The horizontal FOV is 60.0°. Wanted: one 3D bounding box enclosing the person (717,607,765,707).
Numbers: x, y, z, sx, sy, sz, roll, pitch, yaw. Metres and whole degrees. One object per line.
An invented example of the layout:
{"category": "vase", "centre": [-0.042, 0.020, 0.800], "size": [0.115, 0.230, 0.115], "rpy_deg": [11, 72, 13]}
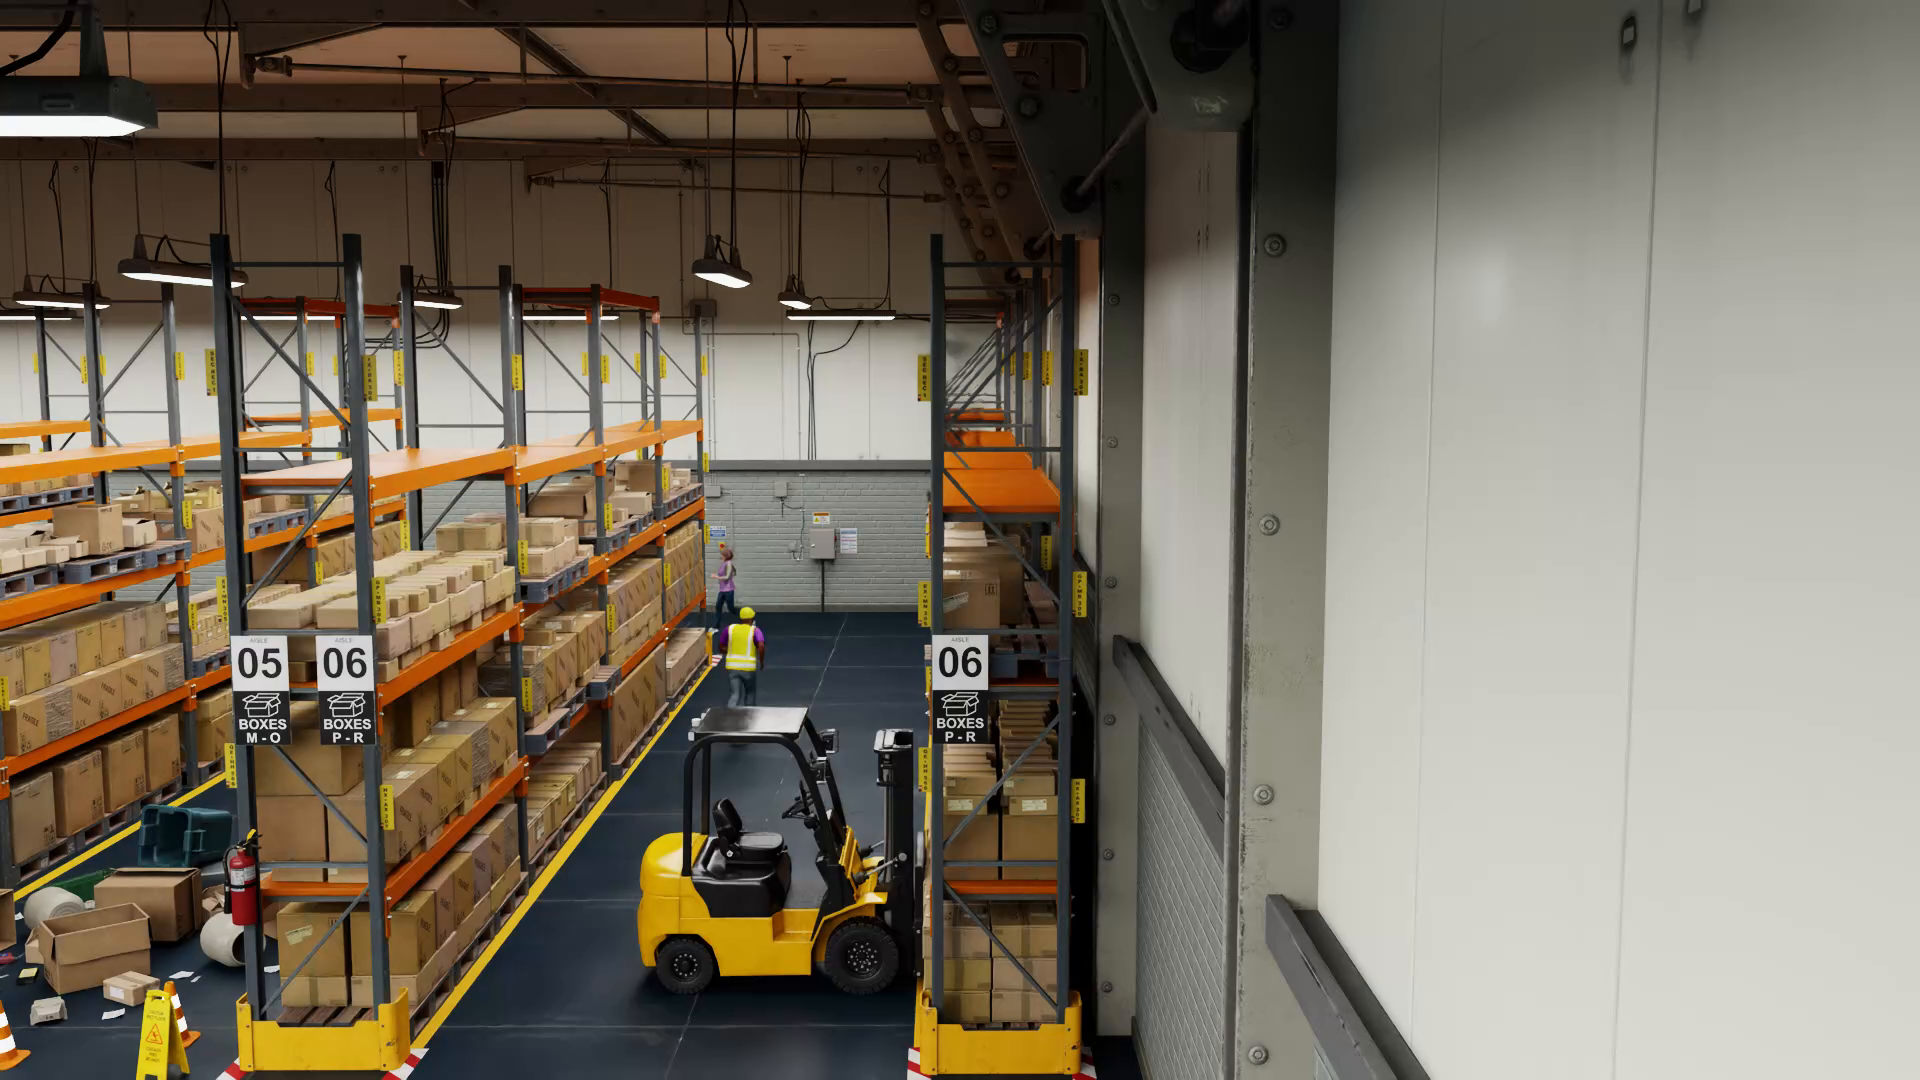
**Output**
{"category": "person", "centre": [-2.979, 1.810, 22.662], "size": [0.701, 1.755, 1.116], "rpy_deg": [1, 6, 7]}

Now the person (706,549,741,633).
{"category": "person", "centre": [-4.308, 0.946, 30.848], "size": [0.891, 1.588, 0.535], "rpy_deg": [-2, 7, -19]}
